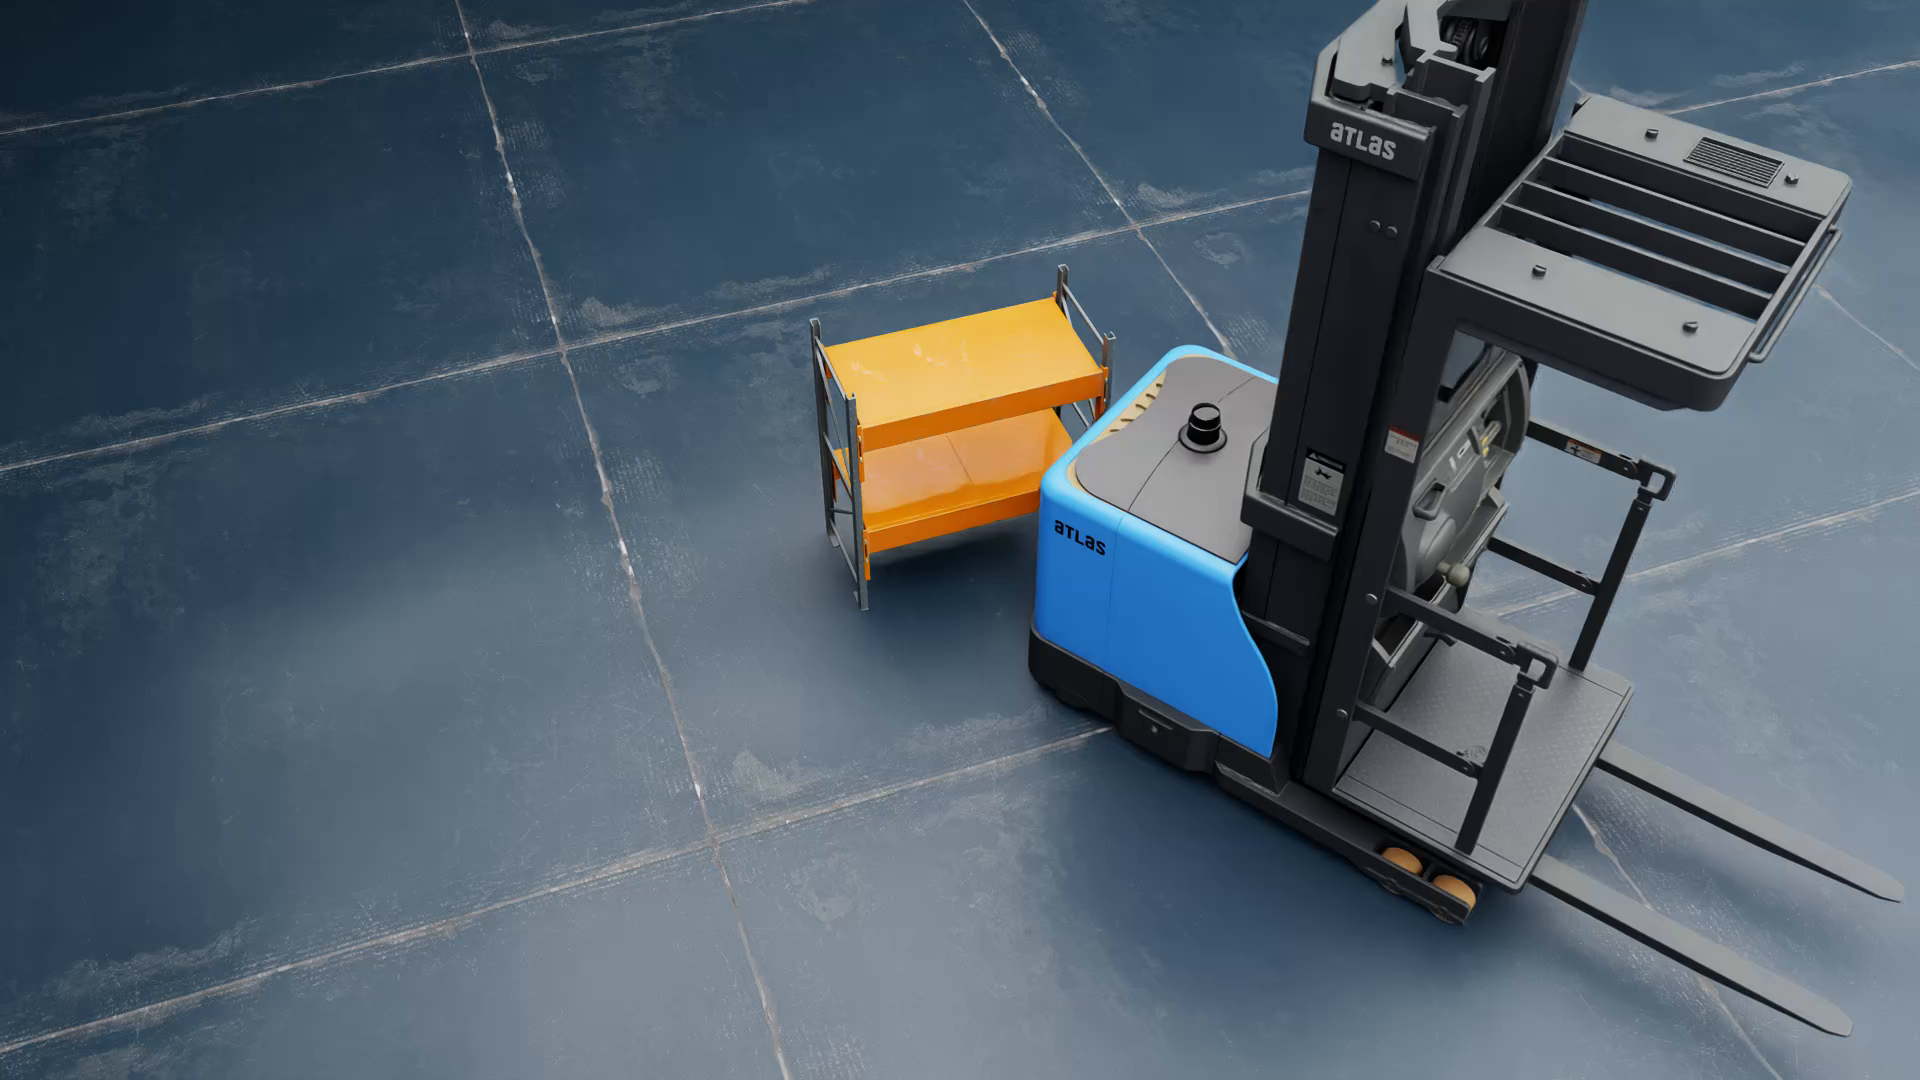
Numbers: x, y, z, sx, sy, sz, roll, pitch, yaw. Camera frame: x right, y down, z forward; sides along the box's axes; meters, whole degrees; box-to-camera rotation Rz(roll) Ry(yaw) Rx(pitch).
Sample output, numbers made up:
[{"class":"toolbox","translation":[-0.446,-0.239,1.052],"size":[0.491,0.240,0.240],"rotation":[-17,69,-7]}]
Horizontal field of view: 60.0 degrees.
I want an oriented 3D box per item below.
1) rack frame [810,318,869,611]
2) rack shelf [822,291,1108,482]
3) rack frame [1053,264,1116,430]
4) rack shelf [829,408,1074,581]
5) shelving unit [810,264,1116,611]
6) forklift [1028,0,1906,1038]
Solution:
[{"class":"rack frame","translation":[-0.472,-0.276,6.541],"size":[0.032,1.125,0.500],"rotation":[-14,47,-14]},{"class":"rack shelf","translation":[0.006,-0.605,6.455],"size":[1.000,0.278,0.538],"rotation":[-14,47,-14]},{"class":"rack frame","translation":[0.484,-0.521,6.784],"size":[0.032,1.125,0.500],"rotation":[-14,47,-14]},{"class":"rack shelf","translation":[0.006,-0.226,6.836],"size":[1.000,0.278,0.538],"rotation":[-14,47,-14]},{"class":"shelving unit","translation":[0.006,-0.399,6.662],"size":[1.048,1.125,0.538],"rotation":[-14,47,-14]},{"class":"forklift","translation":[1.755,-0.148,5.137],"size":[3.031,2.935,1.130],"rotation":[27,51,25]}]
